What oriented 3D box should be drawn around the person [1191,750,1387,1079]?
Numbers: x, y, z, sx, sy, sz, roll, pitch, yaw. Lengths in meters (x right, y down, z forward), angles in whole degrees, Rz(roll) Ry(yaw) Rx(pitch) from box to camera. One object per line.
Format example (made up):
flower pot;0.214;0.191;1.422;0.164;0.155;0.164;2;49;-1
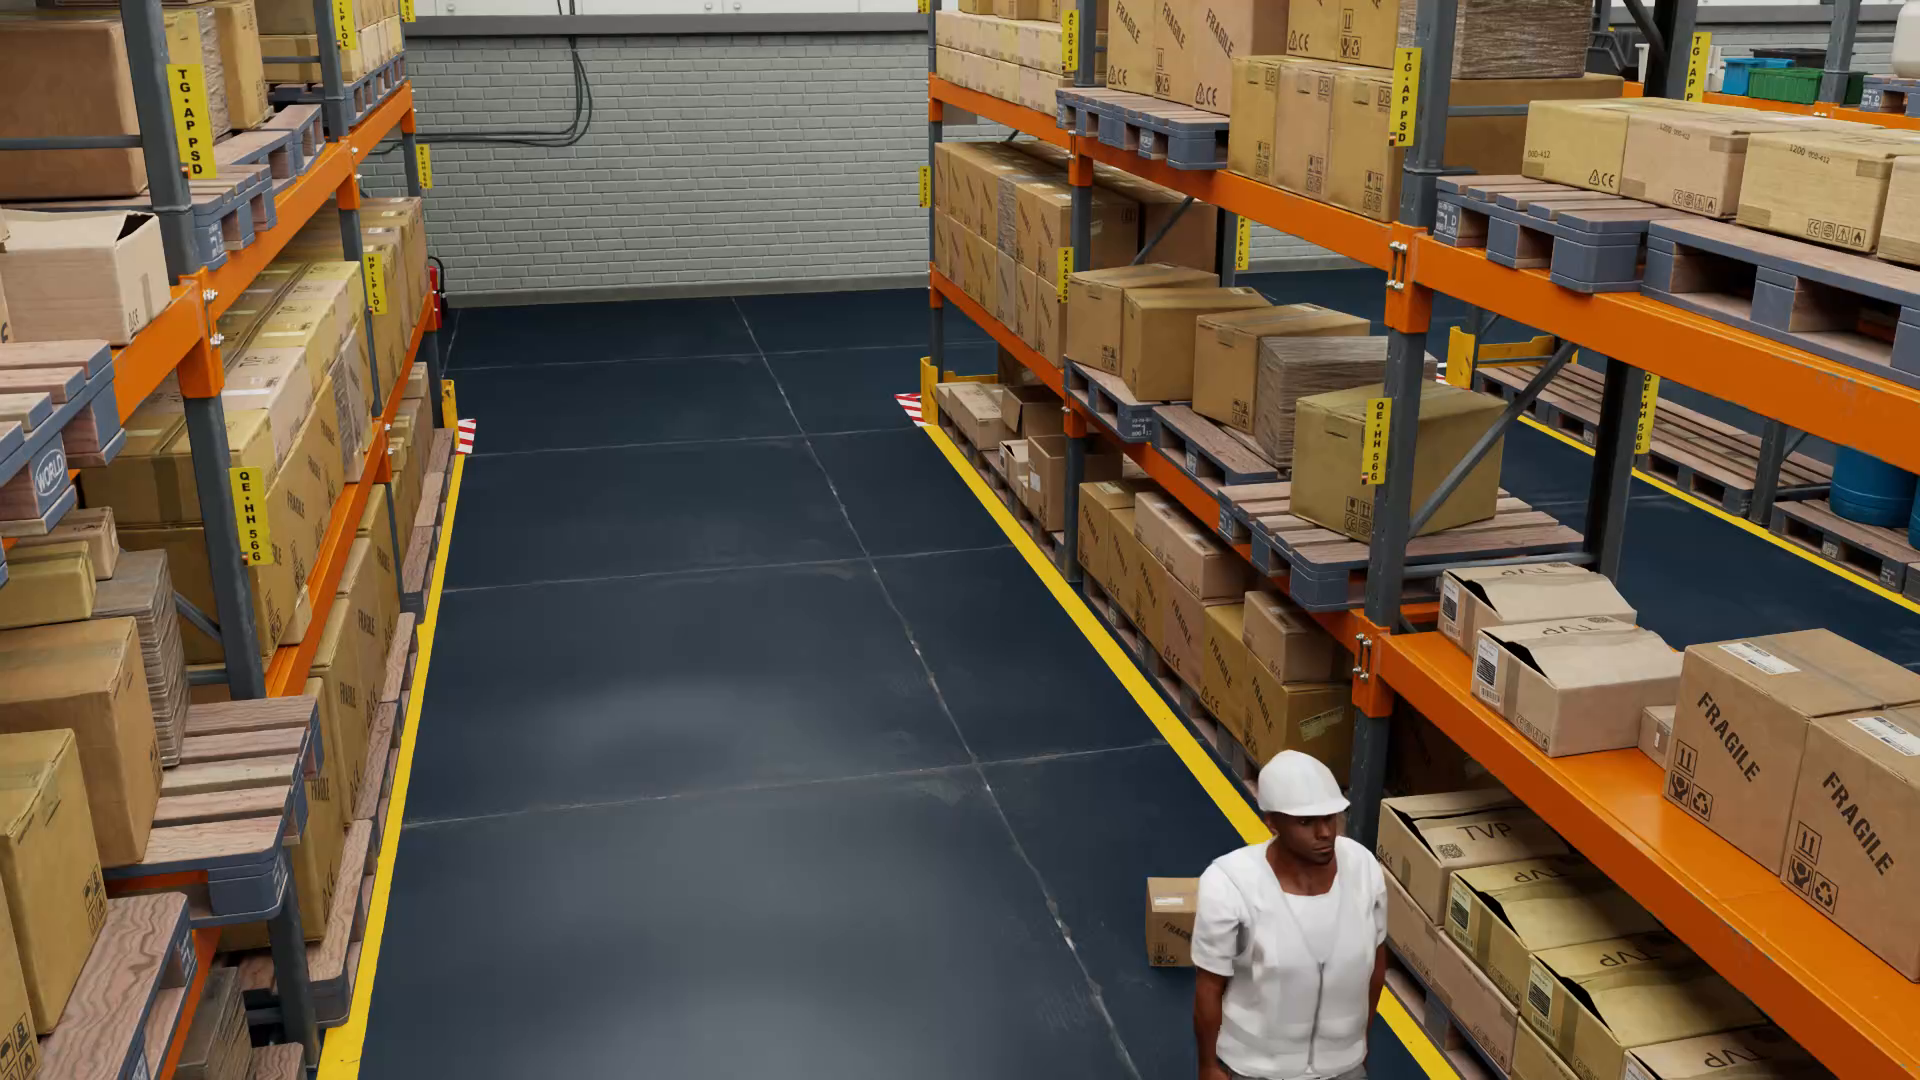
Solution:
person;0.900;1.383;4.576;0.567;1.755;0.579;-4;20;-10
